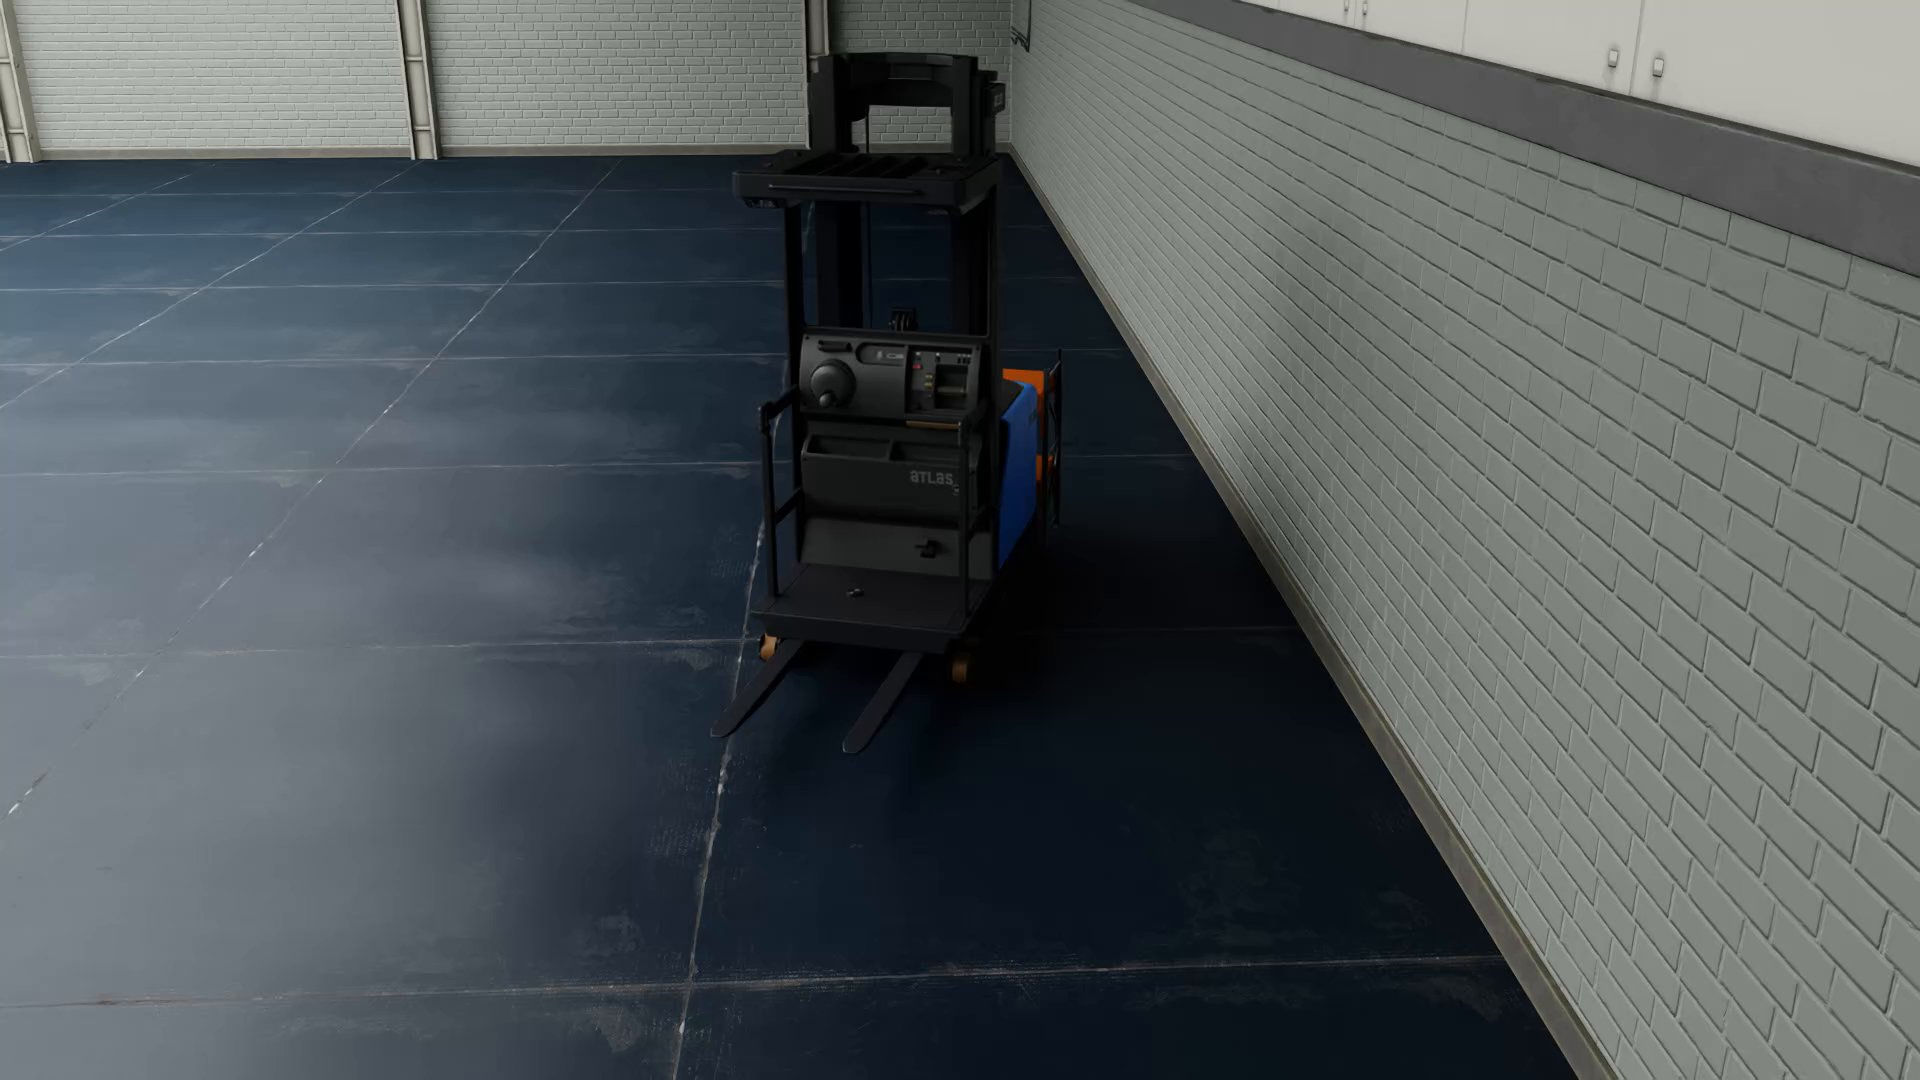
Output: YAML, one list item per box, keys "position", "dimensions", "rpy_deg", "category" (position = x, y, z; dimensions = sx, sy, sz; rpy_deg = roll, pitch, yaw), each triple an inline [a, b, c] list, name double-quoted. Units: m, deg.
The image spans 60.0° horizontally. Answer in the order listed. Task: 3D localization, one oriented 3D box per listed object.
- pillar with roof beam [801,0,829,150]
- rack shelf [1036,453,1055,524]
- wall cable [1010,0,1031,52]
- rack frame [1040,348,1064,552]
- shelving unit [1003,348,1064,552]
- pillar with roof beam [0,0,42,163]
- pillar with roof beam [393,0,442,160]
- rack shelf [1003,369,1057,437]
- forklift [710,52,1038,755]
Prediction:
- position: [-1.943, -8.660, 20.220]
  dimensions: [0.400, 9.000, 9.100]
  rpy_deg: [-1, 21, -3]
  category: "pillar with roof beam"
- position: [0.056, -0.354, 10.158]
  dimensions: [1.000, 0.278, 0.538]
  rpy_deg: [5, 21, 12]
  category: "rack shelf"
- position: [0.828, -8.328, 23.712]
  dimensions: [0.112, 2.526, 3.097]
  rpy_deg: [-1, 21, -3]
  category: "wall cable"
- position: [0.551, -0.542, 9.963]
  dimensions: [0.032, 1.125, 0.500]
  rpy_deg: [5, 21, 12]
  category: "rack frame"
- position: [0.056, -0.583, 10.071]
  dimensions: [1.048, 1.125, 0.538]
  rpy_deg: [5, 21, 12]
  category: "shelving unit"
- position: [-13.923, -8.416, 19.580]
  dimensions: [0.400, 9.000, 9.100]
  rpy_deg: [-1, 21, -3]
  category: "pillar with roof beam"
- position: [-7.933, -8.538, 19.900]
  dimensions: [0.400, 9.000, 9.100]
  rpy_deg: [-1, 21, -3]
  category: "pillar with roof beam"
- position: [0.056, -0.856, 9.967]
  dimensions: [1.000, 0.278, 0.538]
  rpy_deg: [5, 21, 12]
  category: "rack shelf"
- position: [-0.398, -0.801, 8.106]
  dimensions: [1.130, 2.935, 3.031]
  rpy_deg: [5, 21, 13]
  category: "forklift"
